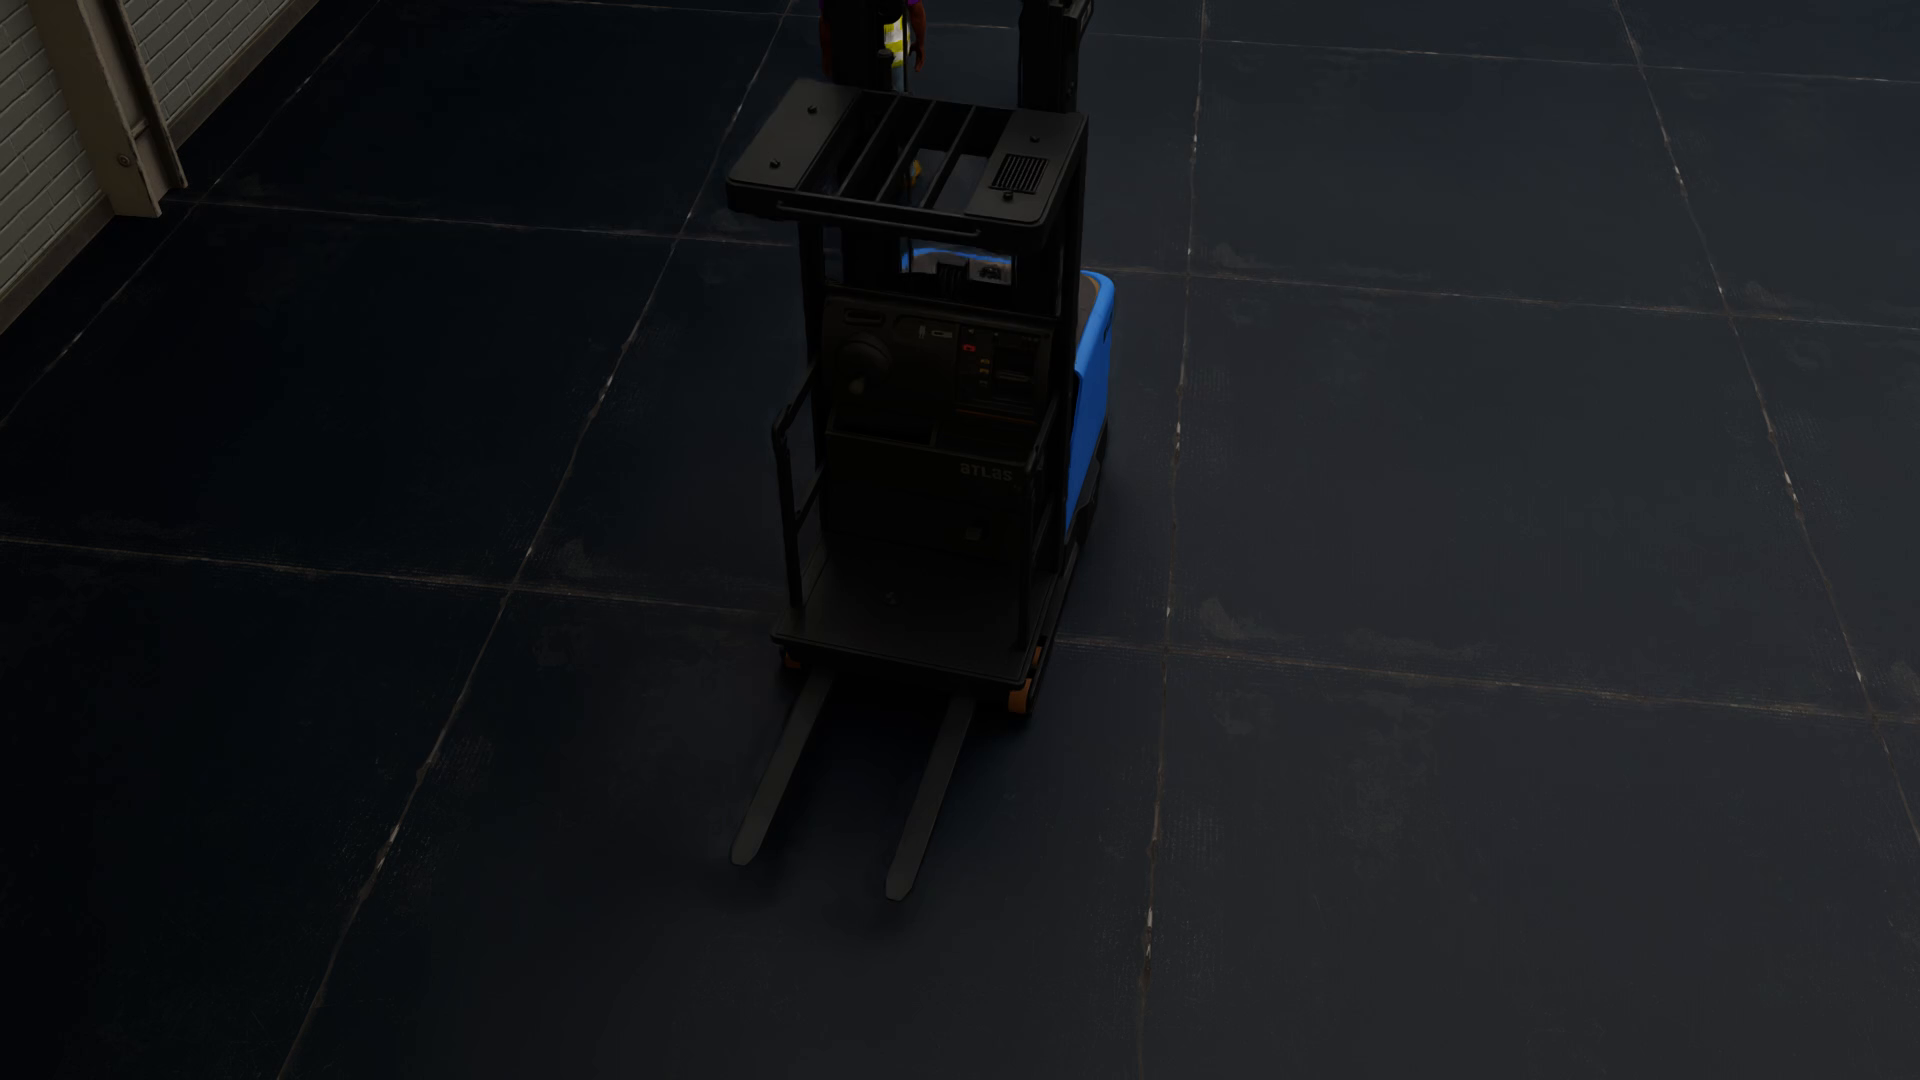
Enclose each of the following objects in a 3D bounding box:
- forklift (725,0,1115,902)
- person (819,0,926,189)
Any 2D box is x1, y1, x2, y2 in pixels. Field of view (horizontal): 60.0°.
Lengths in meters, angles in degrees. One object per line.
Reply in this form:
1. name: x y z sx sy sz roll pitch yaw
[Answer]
1. forklift: -0.149 -0.633 6.413 1.130 2.935 3.031 10 44 11
2. person: -0.509 -2.873 9.721 0.626 1.759 0.463 -6 43 -7
